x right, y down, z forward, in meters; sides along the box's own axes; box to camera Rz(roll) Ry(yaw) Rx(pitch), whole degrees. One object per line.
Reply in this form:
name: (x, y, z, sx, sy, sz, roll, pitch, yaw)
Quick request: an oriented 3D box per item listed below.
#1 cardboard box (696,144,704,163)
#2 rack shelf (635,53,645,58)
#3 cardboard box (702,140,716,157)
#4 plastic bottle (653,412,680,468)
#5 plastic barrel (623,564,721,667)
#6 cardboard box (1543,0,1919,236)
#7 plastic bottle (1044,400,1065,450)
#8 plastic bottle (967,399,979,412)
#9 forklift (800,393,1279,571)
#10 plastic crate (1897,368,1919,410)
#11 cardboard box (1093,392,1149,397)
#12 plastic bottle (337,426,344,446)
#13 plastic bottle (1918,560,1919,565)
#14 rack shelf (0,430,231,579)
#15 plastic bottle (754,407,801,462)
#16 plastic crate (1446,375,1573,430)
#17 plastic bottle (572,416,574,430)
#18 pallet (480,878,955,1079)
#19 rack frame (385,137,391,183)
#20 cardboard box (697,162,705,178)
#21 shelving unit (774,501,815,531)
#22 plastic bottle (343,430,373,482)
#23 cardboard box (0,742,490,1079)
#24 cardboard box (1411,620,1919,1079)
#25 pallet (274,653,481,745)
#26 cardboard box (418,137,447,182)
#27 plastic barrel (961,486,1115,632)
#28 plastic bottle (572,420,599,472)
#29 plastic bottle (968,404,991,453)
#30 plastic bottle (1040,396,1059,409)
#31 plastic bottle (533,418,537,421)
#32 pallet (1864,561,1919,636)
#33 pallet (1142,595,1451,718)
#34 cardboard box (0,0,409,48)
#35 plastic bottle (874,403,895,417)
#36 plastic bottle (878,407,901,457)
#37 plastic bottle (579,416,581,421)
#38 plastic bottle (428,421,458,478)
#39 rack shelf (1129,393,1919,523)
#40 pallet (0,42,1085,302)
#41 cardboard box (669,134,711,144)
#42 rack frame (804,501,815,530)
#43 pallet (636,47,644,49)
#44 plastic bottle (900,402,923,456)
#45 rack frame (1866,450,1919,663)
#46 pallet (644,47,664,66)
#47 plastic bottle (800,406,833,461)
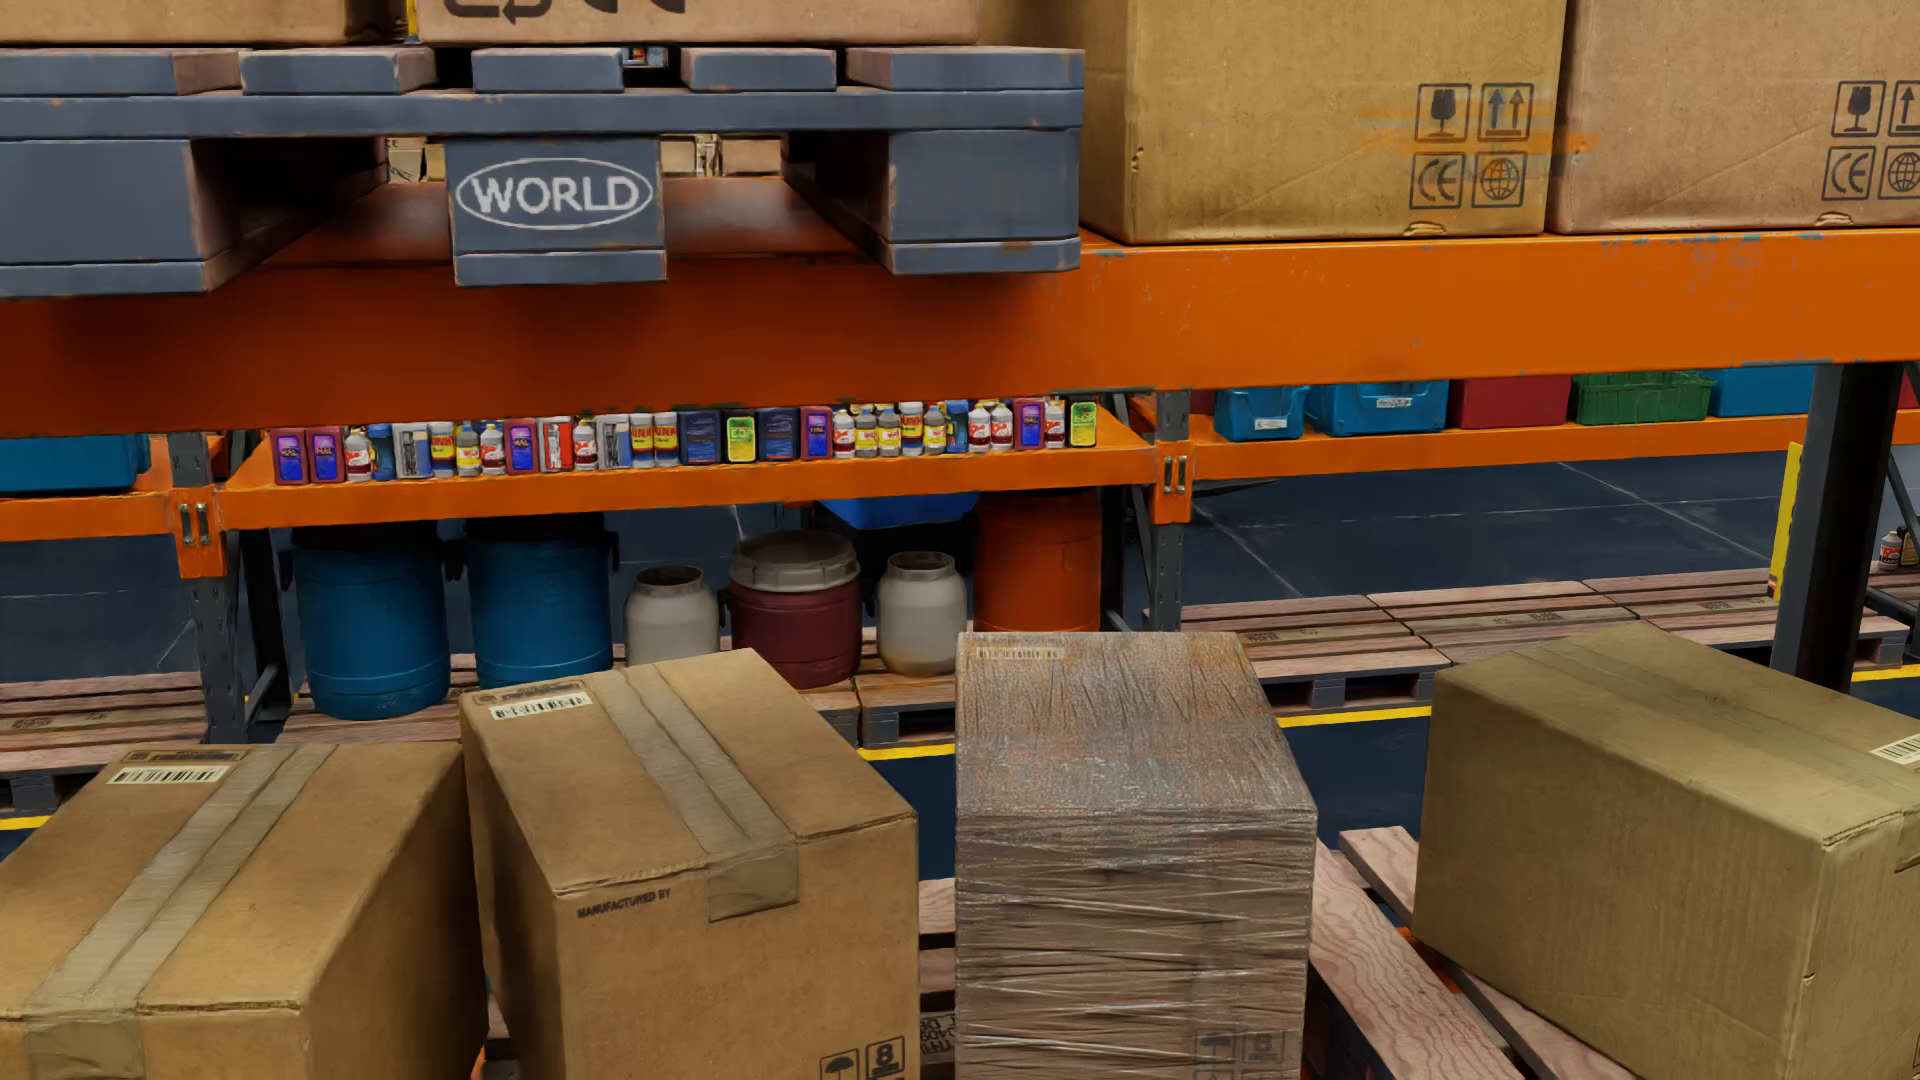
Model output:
cardboard box: (-2.608, -3.738, 16.074, 0.250, 0.149, 0.380, -2, 17, -8)
rack shelf: (-2.907, -4.583, 16.240, 4.000, 0.370, 1.077, -3, 17, -10)
cardboard box: (-2.465, -3.941, 16.733, 0.250, 0.149, 0.380, -2, 17, -8)
plastic bottle: (-1.212, -0.441, 6.858, 0.097, 0.271, 0.097, 0, 17, 0)
plastic barrel: (-1.286, 0.400, 7.423, 0.421, 0.512, 0.421, 0, 17, 0)
cardboard box: (0.851, -0.732, 2.307, 0.500, 0.500, 0.910, -3, 17, -10)
plastic bottle: (0.405, -0.499, 7.167, 0.097, 0.201, 0.097, 0, 17, 0)
plastic bottle: (0.020, -0.749, 7.840, 0.133, 0.283, 0.061, -3, 17, -10)
forklift: (0.569, -1.480, 10.139, 3.031, 2.935, 1.130, -8, 19, -24)
plastic crate: (4.348, -0.879, 7.956, 0.583, 0.464, 0.402, -3, 17, -10)
cardboard box: (1.094, -1.262, 12.819, 0.500, 0.500, 0.700, -5, 18, -15)
plastic bottle: (-2.722, -0.503, 7.180, 0.097, 0.201, 0.097, 0, 17, 0)
plastic bottle: (5.343, -0.027, 9.052, 0.185, 0.351, 0.144, -4, 17, -12)
rack shelf: (-5.054, -0.063, 6.632, 4.000, 0.370, 1.077, -3, 17, -10)
plastic bottle: (-0.765, -0.511, 6.951, 0.185, 0.351, 0.144, -3, 17, -10)
plastic crate: (2.482, -0.773, 7.611, 0.583, 0.464, 0.402, -3, 17, -10)
plastic bottle: (-1.683, -0.470, 6.945, 0.135, 0.276, 0.152, -3, 17, -10)
pallet: (-0.135, 0.889, 2.636, 1.213, 0.211, 1.003, -3, 17, -10)
rack frame: (-4.029, -1.946, 11.538, 0.127, 3.000, 1.000, -3, 17, -10)
cardboard box: (-2.609, -3.596, 16.116, 0.250, 0.149, 0.380, -3, 17, -9)
shelving unit: (-1.002, -0.493, 9.867, 0.189, 1.200, 0.258, -7, 18, -18)
plastic bottle: (-2.408, -0.340, 6.647, 0.097, 0.201, 0.097, 0, 17, 0)
cardboard box: (-0.983, 0.643, 2.224, 0.500, 0.500, 0.700, -1, 17, -2)
cardboard box: (1.177, 0.506, 2.669, 0.500, 0.500, 0.700, -10, 20, -29)
pallet: (-2.324, 0.784, 7.400, 1.213, 0.211, 1.003, -3, 17, -10)
cardboard box: (-3.404, -2.511, 11.500, 0.637, 0.503, 0.797, -4, 17, -12)
plastic barrel: (0.360, 0.128, 7.767, 0.708, 0.830, 0.600, -3, 17, -10)
plastic bottle: (-1.535, -0.389, 6.808, 0.097, 0.201, 0.097, 0, 17, 0)
plastic bottle: (0.082, -0.481, 7.107, 0.097, 0.201, 0.097, 0, 17, 0)
plastic bottle: (0.380, -0.707, 7.715, 0.135, 0.276, 0.152, -3, 17, -10)
plastic bottle: (-1.868, -0.585, 7.327, 0.097, 0.271, 0.097, 0, 17, 0)
pallet: (5.432, 0.344, 8.832, 1.213, 0.211, 1.003, -3, 17, -10)
pallet: (1.606, 0.560, 8.128, 1.213, 0.211, 1.003, -3, 17, -10)
cardboard box: (-0.993, -0.871, 1.873, 0.600, 0.600, 0.600, -3, 17, -11)
plastic bottle: (-0.353, -0.683, 7.766, 0.097, 0.201, 0.097, 0, 17, 0)
plastic bottle: (-0.300, -0.459, 7.036, 0.097, 0.201, 0.097, 0, 17, 0)
plastic bottle: (-1.778, -0.630, 7.465, 0.135, 0.276, 0.152, -3, 17, -10)
plastic bottle: (-2.085, -0.391, 6.696, 0.097, 0.271, 0.097, 0, 17, 0)
rack shelf: (2.801, -0.508, 8.083, 4.000, 0.370, 1.077, -3, 17, -10)
pallet: (-0.482, -0.509, 2.070, 1.003, 0.211, 1.213, -3, 17, -10)
cardboard box: (-3.411, -5.029, 20.979, 0.500, 0.250, 0.500, -4, 17, -12)
rack frame: (-0.915, -0.504, 9.895, 0.006, 1.200, 0.240, -7, 18, -18)
pallet: (-3.702, -6.255, 20.780, 1.213, 0.211, 1.003, -2, 17, -8)
plastic bottle: (-0.204, -0.498, 7.044, 0.097, 0.271, 0.097, 0, 17, 0)
rack frame: (4.765, -0.964, 8.340, 0.127, 3.000, 1.000, -3, 17, -10)
pallet: (-1.226, -1.997, 6.919, 1.213, 0.211, 1.003, -3, 17, -10)
plastic bottle: (-0.601, -0.476, 6.951, 0.133, 0.283, 0.061, -3, 17, -10)
